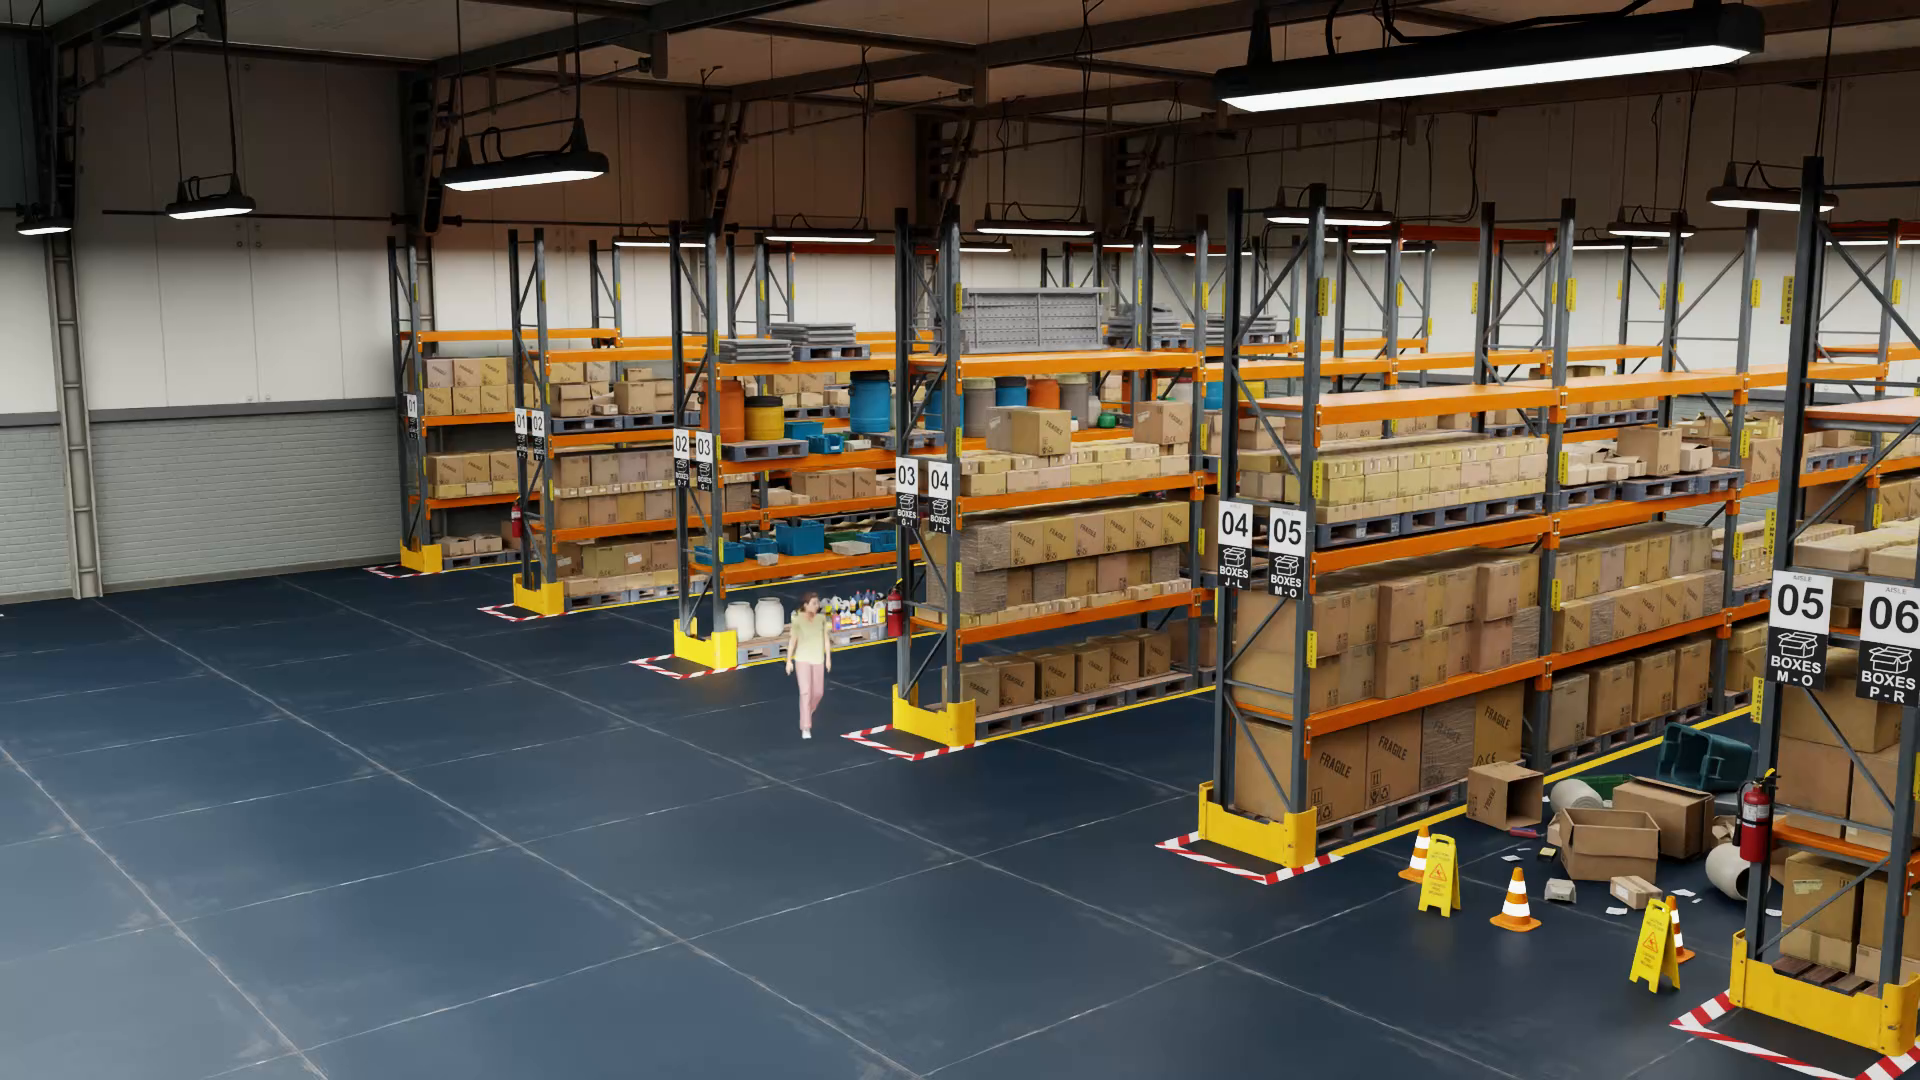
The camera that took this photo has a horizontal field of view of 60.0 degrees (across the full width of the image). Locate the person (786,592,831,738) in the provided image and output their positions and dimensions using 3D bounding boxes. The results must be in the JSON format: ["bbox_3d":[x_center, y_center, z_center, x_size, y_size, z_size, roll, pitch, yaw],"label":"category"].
[{"bbox_3d":[-1.756,1.404,19.304,0.509,1.631,0.879,-4,10,-23],"label":"person"}]
